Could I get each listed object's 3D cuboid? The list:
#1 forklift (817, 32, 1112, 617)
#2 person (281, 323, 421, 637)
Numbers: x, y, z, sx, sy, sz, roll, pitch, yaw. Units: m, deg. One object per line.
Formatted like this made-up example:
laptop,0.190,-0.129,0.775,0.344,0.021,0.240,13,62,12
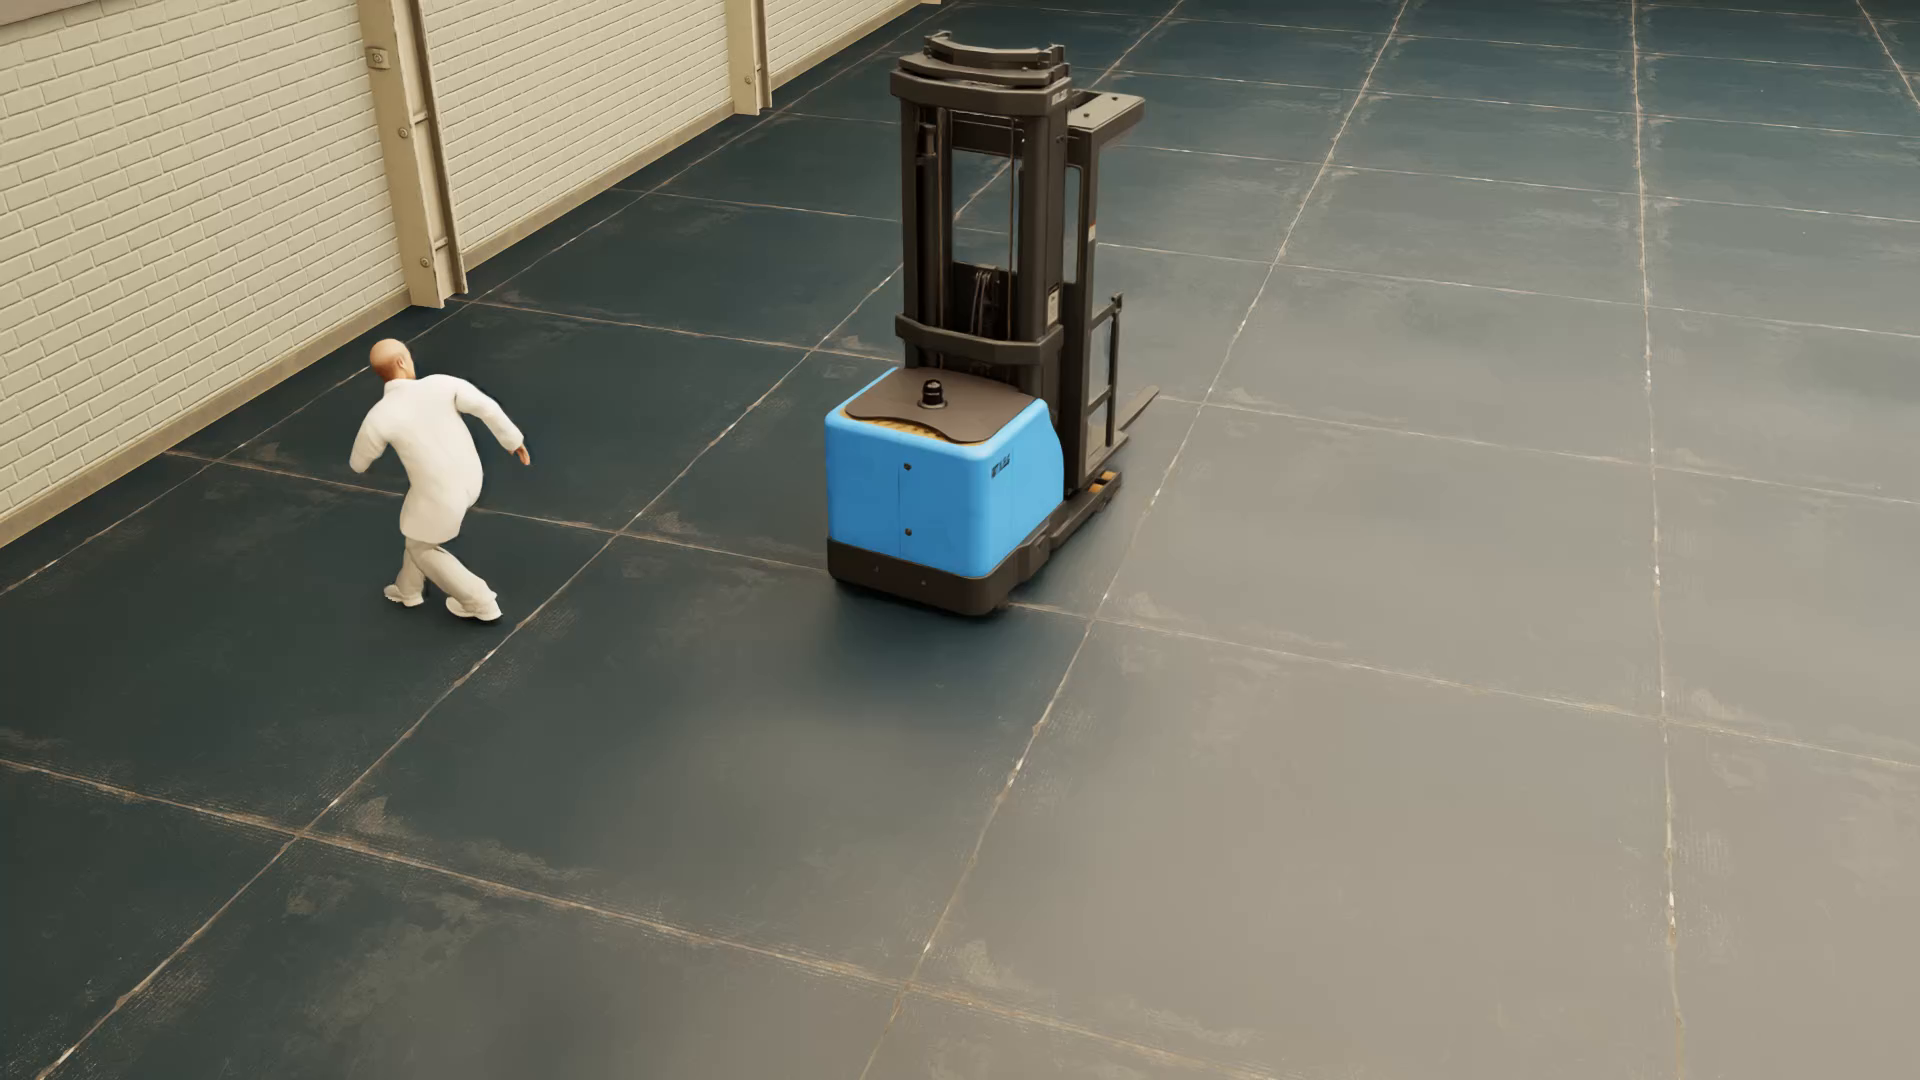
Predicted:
forklift,0.206,-1.563,9.879,1.130,2.935,3.031,11,31,18
person,-3.254,-0.334,8.882,0.568,1.783,0.384,-13,32,-22
